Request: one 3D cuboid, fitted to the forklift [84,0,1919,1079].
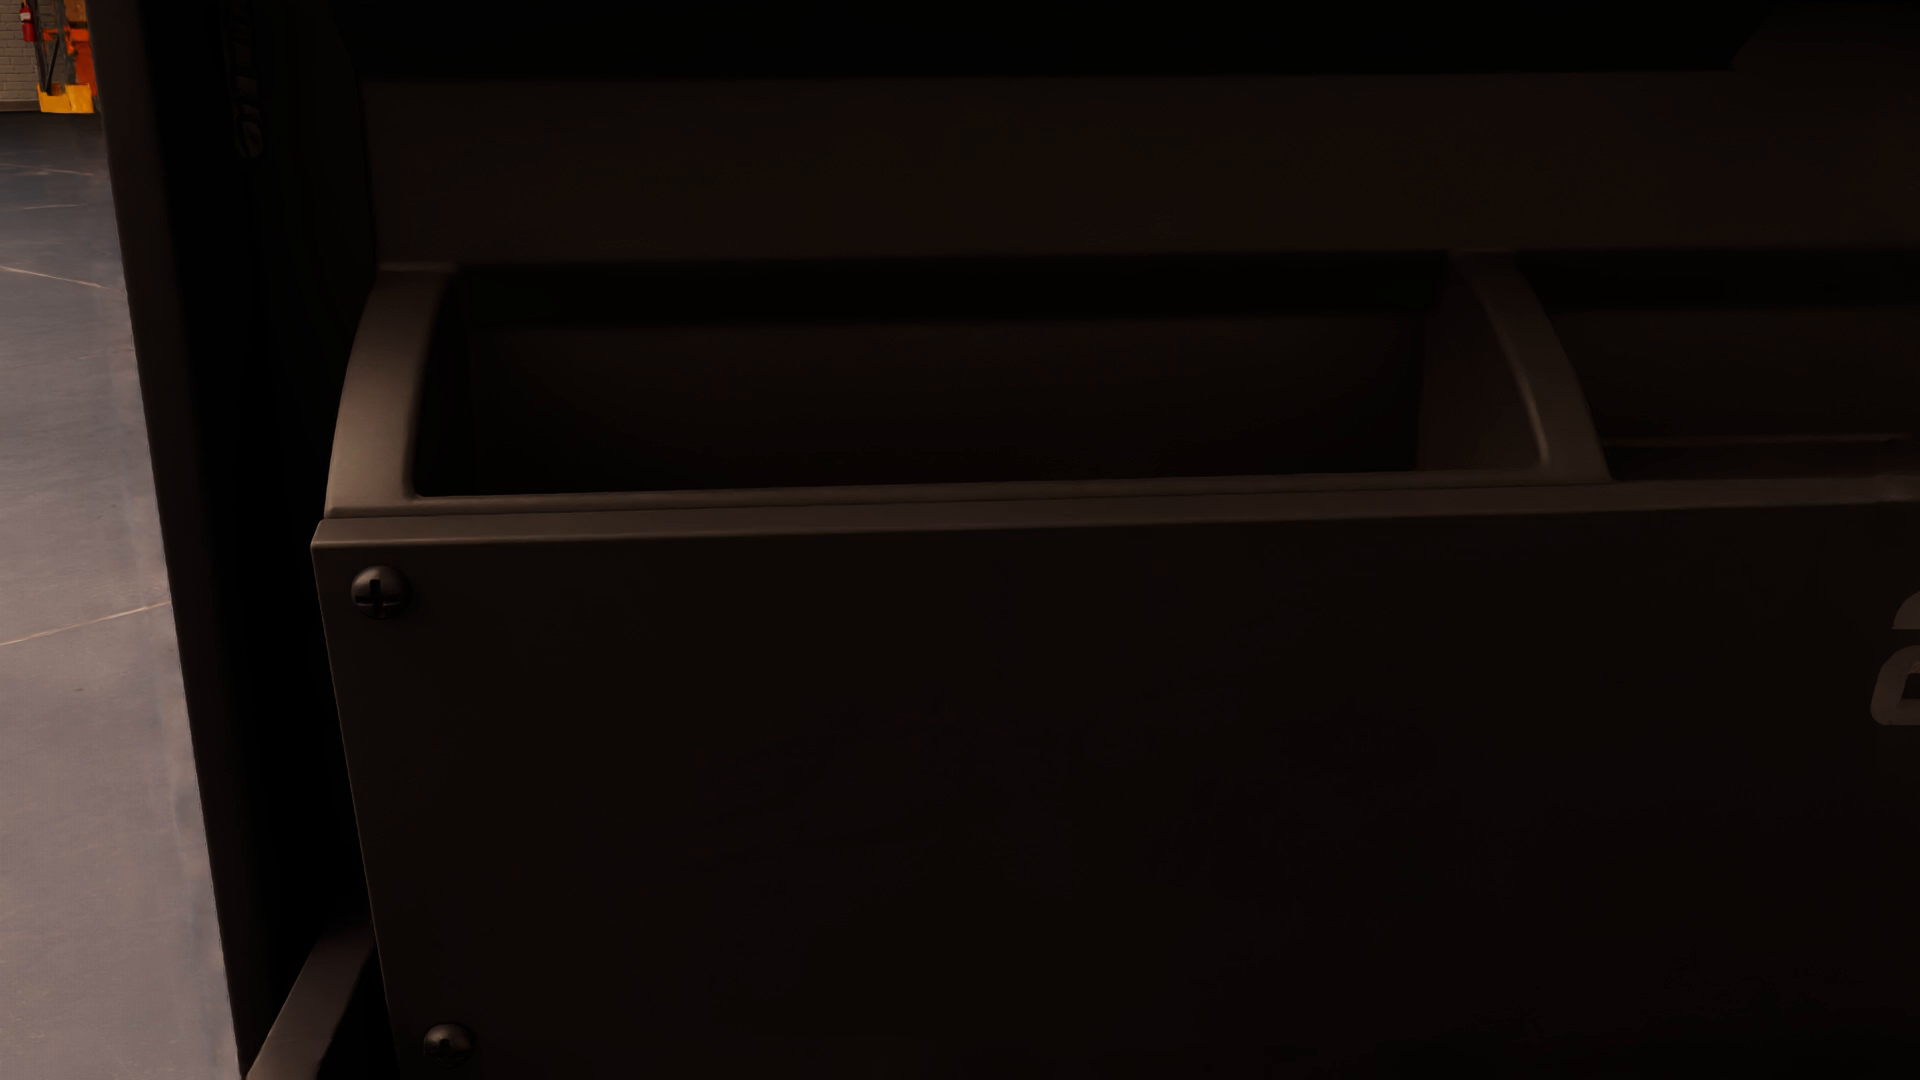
[{"bbox_3d":[0.257,-0.438,0.340,1.130,2.935,3.031,-2,17,-5],"label":"forklift"}]
